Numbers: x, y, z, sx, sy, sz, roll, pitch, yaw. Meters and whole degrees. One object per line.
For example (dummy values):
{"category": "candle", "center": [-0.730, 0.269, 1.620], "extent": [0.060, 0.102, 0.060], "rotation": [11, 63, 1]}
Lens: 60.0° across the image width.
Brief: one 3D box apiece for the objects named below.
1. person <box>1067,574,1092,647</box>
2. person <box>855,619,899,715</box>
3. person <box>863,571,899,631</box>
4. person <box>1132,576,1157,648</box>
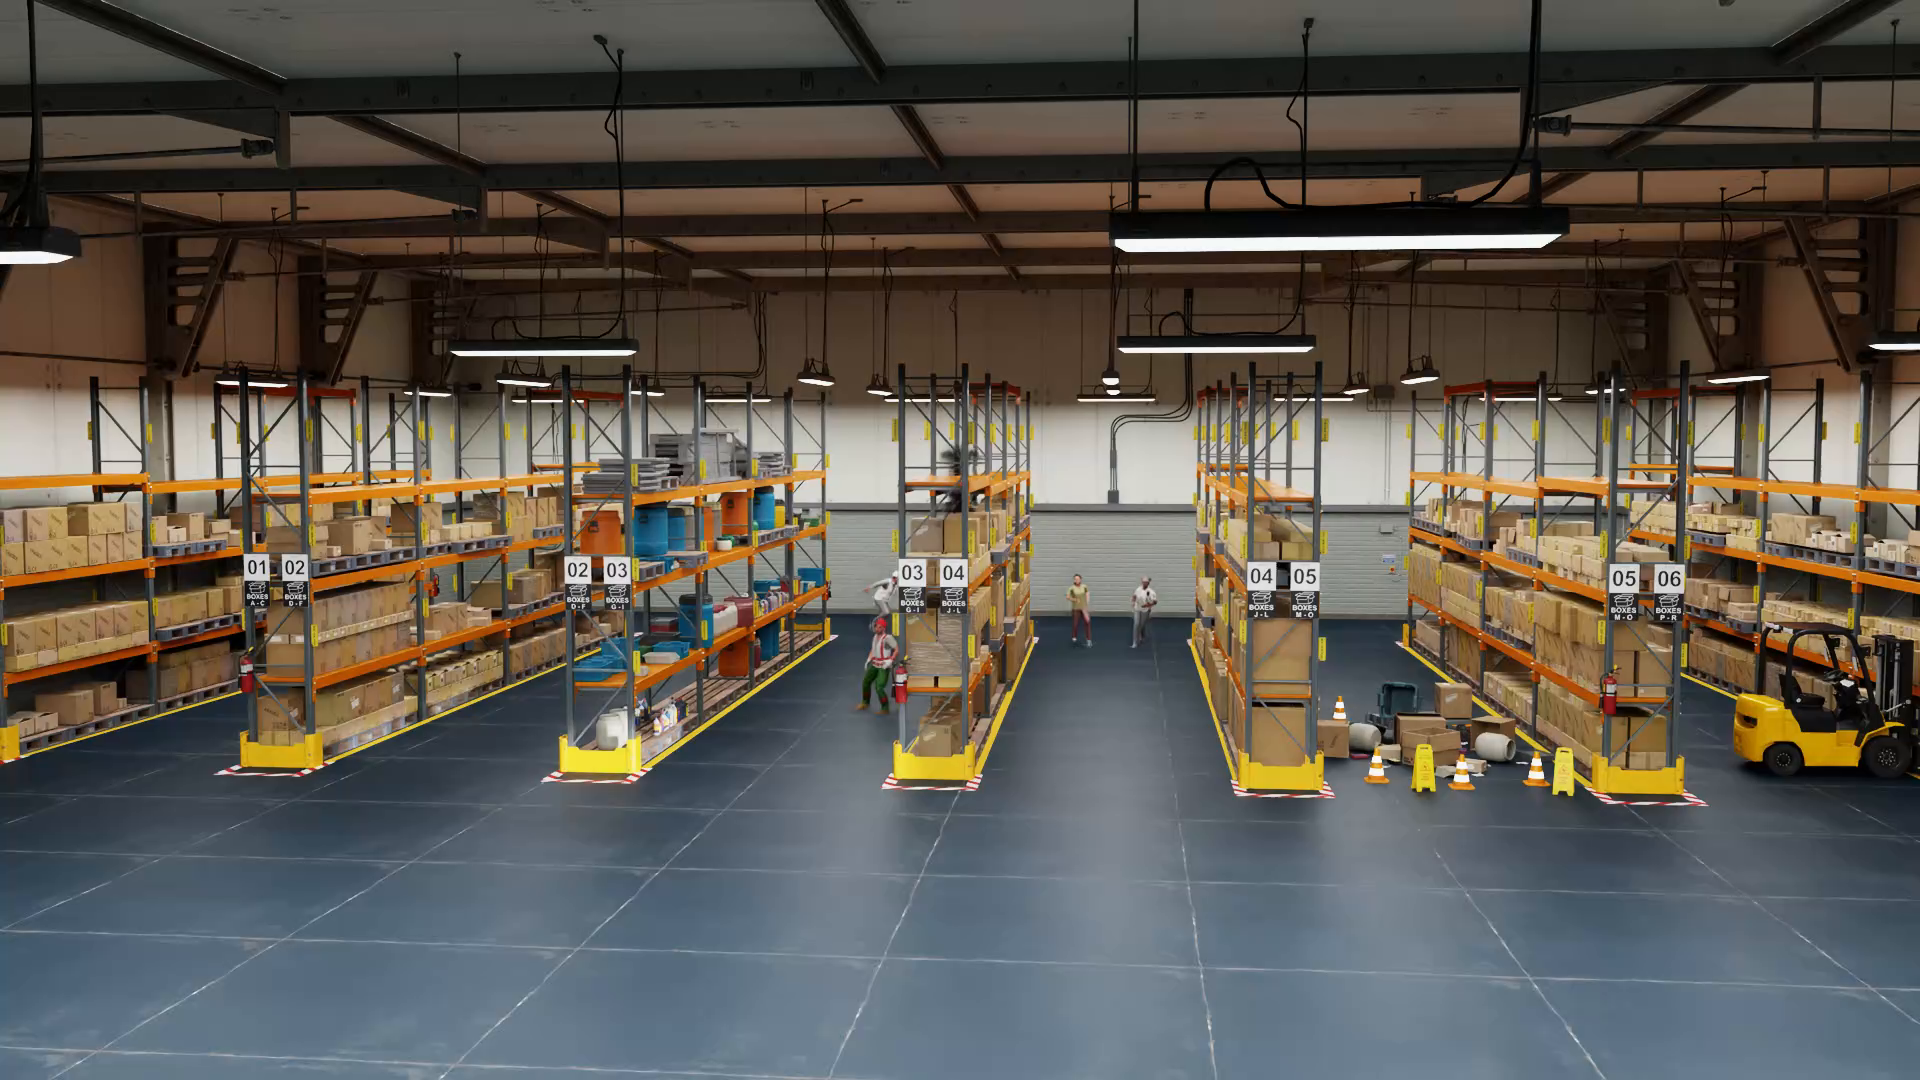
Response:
{"category": "person", "center": [2.801, 1.650, 39.313], "extent": [0.579, 1.692, 0.876], "rotation": [-1, 4, -8]}
{"category": "person", "center": [-1.495, 2.247, 29.706], "extent": [0.456, 1.715, 0.982], "rotation": [-4, 5, -44]}
{"category": "person", "center": [-1.856, 1.541, 41.852], "extent": [0.984, 1.533, 0.672], "rotation": [2, 4, 31]}
{"category": "person", "center": [4.324, 1.685, 39.101], "extent": [0.622, 1.688, 0.775], "rotation": [1, 4, 21]}
